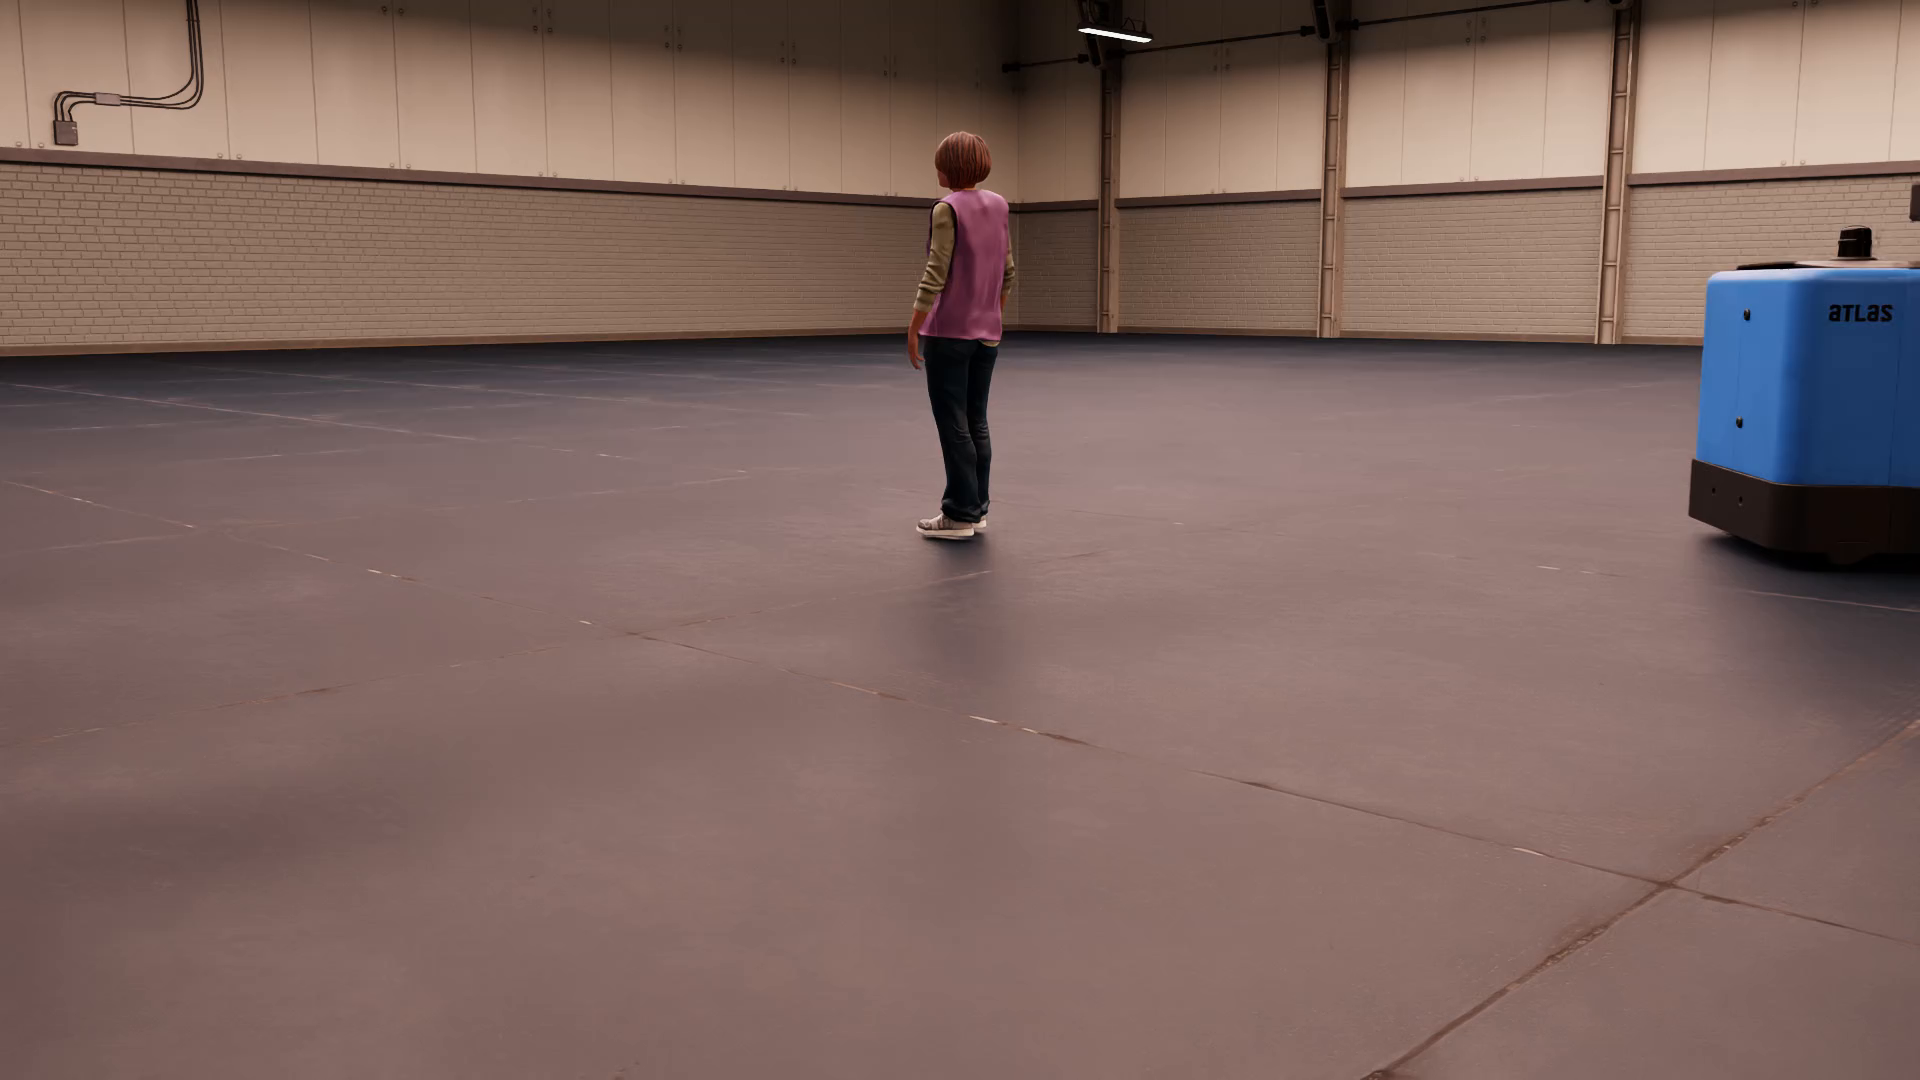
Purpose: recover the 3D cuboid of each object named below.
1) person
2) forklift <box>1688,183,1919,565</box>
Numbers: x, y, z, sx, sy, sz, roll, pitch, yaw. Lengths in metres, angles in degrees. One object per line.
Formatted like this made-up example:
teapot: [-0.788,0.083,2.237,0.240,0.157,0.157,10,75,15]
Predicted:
person: [-0.044,-0.806,6.659,0.473,1.599,0.520,8,12,43]
forklift: [4.479,-1.389,6.099,3.031,2.935,1.130,1,9,6]
